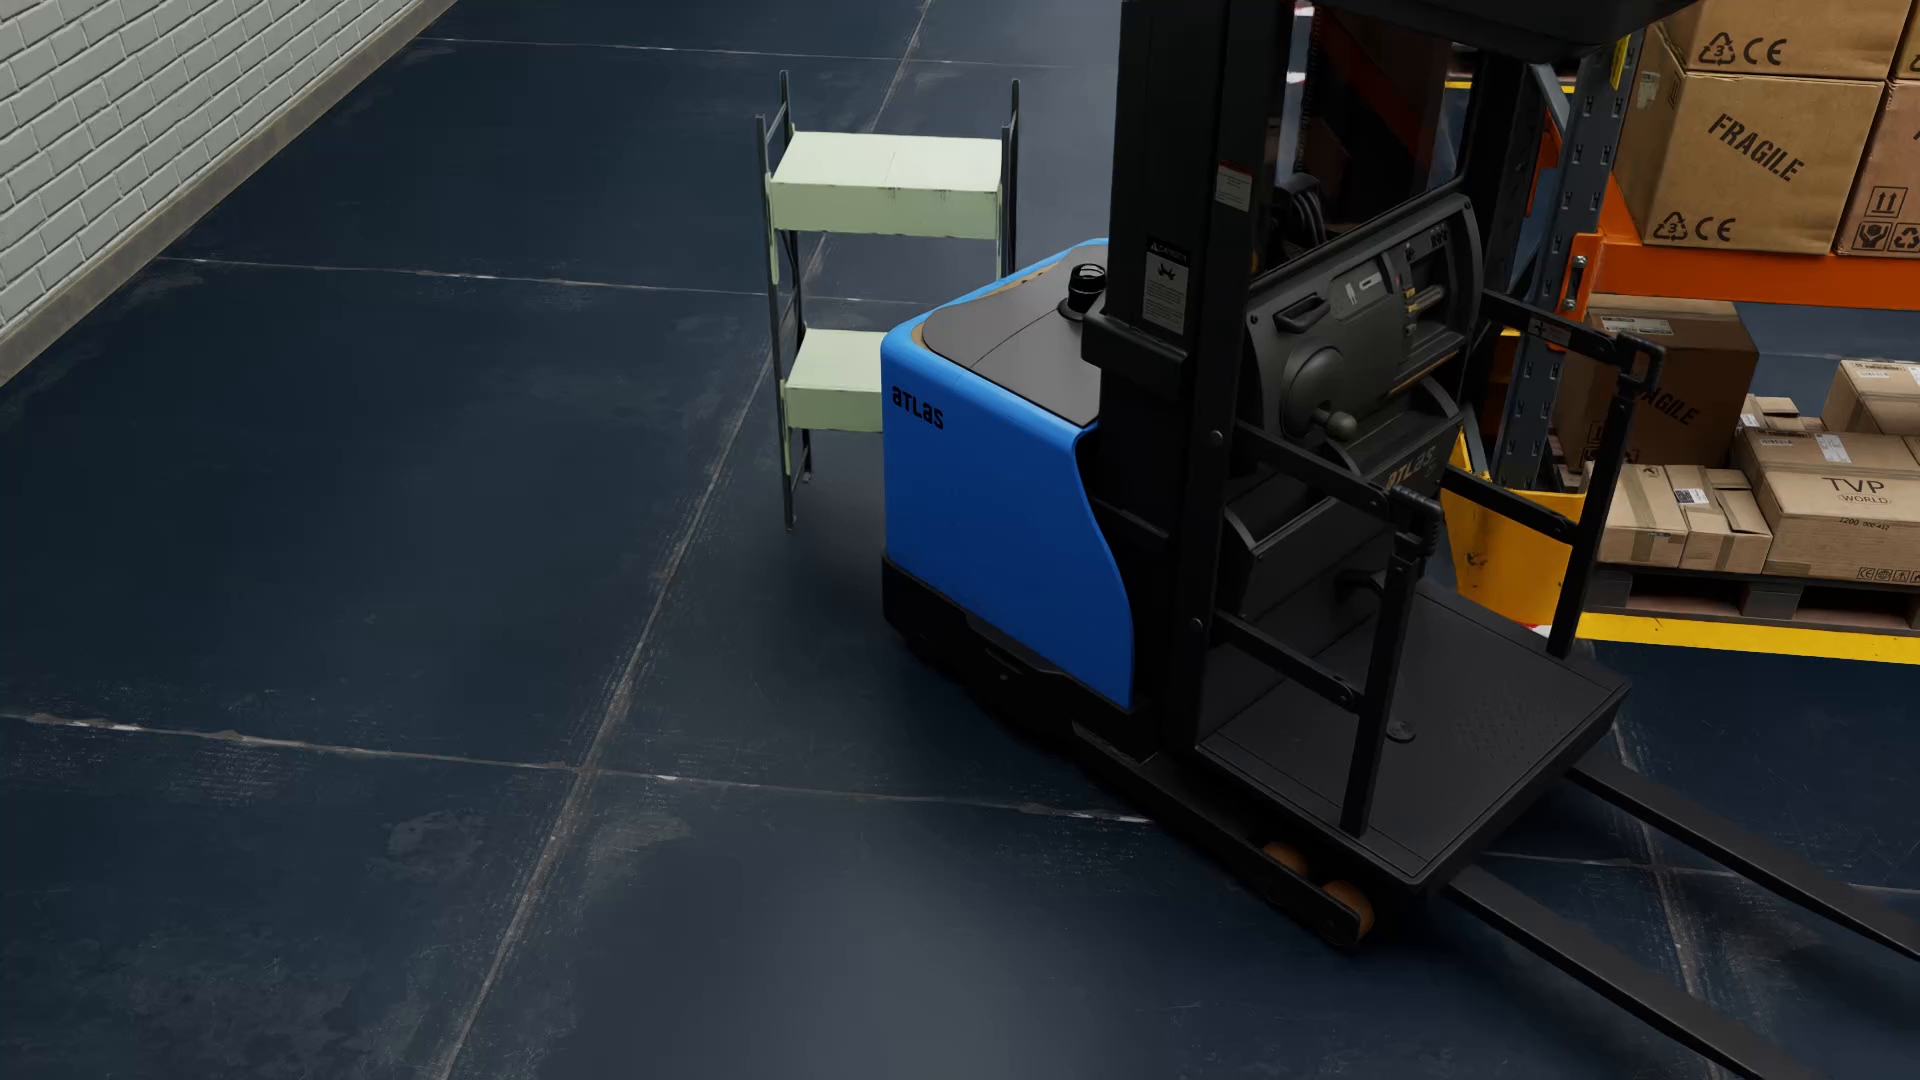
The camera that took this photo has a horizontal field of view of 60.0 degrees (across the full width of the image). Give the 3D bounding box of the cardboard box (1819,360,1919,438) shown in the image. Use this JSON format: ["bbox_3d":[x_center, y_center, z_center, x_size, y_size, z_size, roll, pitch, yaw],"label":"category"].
[{"bbox_3d":[3.300,-0.370,5.675,0.500,0.250,0.500,4,36,6],"label":"cardboard box"}]

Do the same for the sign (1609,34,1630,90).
[{"bbox_3d":[1.722,-1.336,4.295,0.005,0.325,0.100,4,36,6],"label":"sign"}]

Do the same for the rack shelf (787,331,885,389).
[{"bbox_3d":[-0.210,-0.546,5.618,0.686,0.124,0.368,4,36,5],"label":"rack shelf"}]

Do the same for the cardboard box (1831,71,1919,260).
[{"bbox_3d":[2.710,-1.117,4.647,0.500,0.500,0.500,4,36,5],"label":"cardboard box"}]

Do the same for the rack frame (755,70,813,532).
[{"bbox_3d":[-0.574,-0.755,5.517,0.023,1.500,0.400,4,36,5],"label":"rack frame"}]

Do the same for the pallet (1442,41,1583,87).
[{"bbox_3d":[3.239,-2.932,9.676,1.213,0.211,1.003,4,36,6],"label":"pallet"}]

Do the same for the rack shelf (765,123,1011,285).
[{"bbox_3d":[-0.210,-1.050,5.258,0.720,0.370,0.431,4,36,5],"label":"rack shelf"}]

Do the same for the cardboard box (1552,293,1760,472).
[{"bbox_3d":[2.362,-0.560,5.725,0.500,0.500,0.500,4,36,6],"label":"cardboard box"}]

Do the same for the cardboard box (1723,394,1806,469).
[{"bbox_3d":[2.752,-0.342,5.708,0.250,0.166,0.380,4,36,6],"label":"cardboard box"}]

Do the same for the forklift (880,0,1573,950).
[{"bbox_3d":[1.142,-0.490,3.914,1.130,2.935,3.031,-29,45,-35],"label":"forklift"}]

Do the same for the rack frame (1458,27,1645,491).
[{"bbox_3d":[1.791,-1.296,4.984,0.127,3.000,1.000,4,36,6],"label":"rack frame"}]

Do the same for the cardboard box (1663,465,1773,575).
[{"bbox_3d":[2.411,-0.075,5.333,0.250,0.166,0.380,4,36,6],"label":"cardboard box"}]

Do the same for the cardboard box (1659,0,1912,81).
[{"bbox_3d":[2.198,-1.559,4.406,0.500,0.500,0.500,5,36,7],"label":"cardboard box"}]

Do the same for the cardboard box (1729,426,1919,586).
[{"bbox_3d":[2.790,-0.116,5.318,0.500,0.250,0.500,4,36,6],"label":"cardboard box"}]

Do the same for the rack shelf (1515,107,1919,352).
[{"bbox_3d":[3.775,-0.856,4.986,4.000,0.370,1.077,4,36,6],"label":"rack shelf"}]

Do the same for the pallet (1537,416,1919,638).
[{"bbox_3d":[2.658,-0.097,5.705,1.213,0.211,1.003,4,36,6],"label":"pallet"}]

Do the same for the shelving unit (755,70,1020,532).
[{"bbox_3d":[-0.210,-0.732,5.485,0.755,1.500,0.431,4,36,5],"label":"shelving unit"}]

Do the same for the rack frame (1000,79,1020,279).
[{"bbox_3d":[0.154,-0.710,5.453,0.023,1.500,0.400,4,36,5],"label":"rack frame"}]
